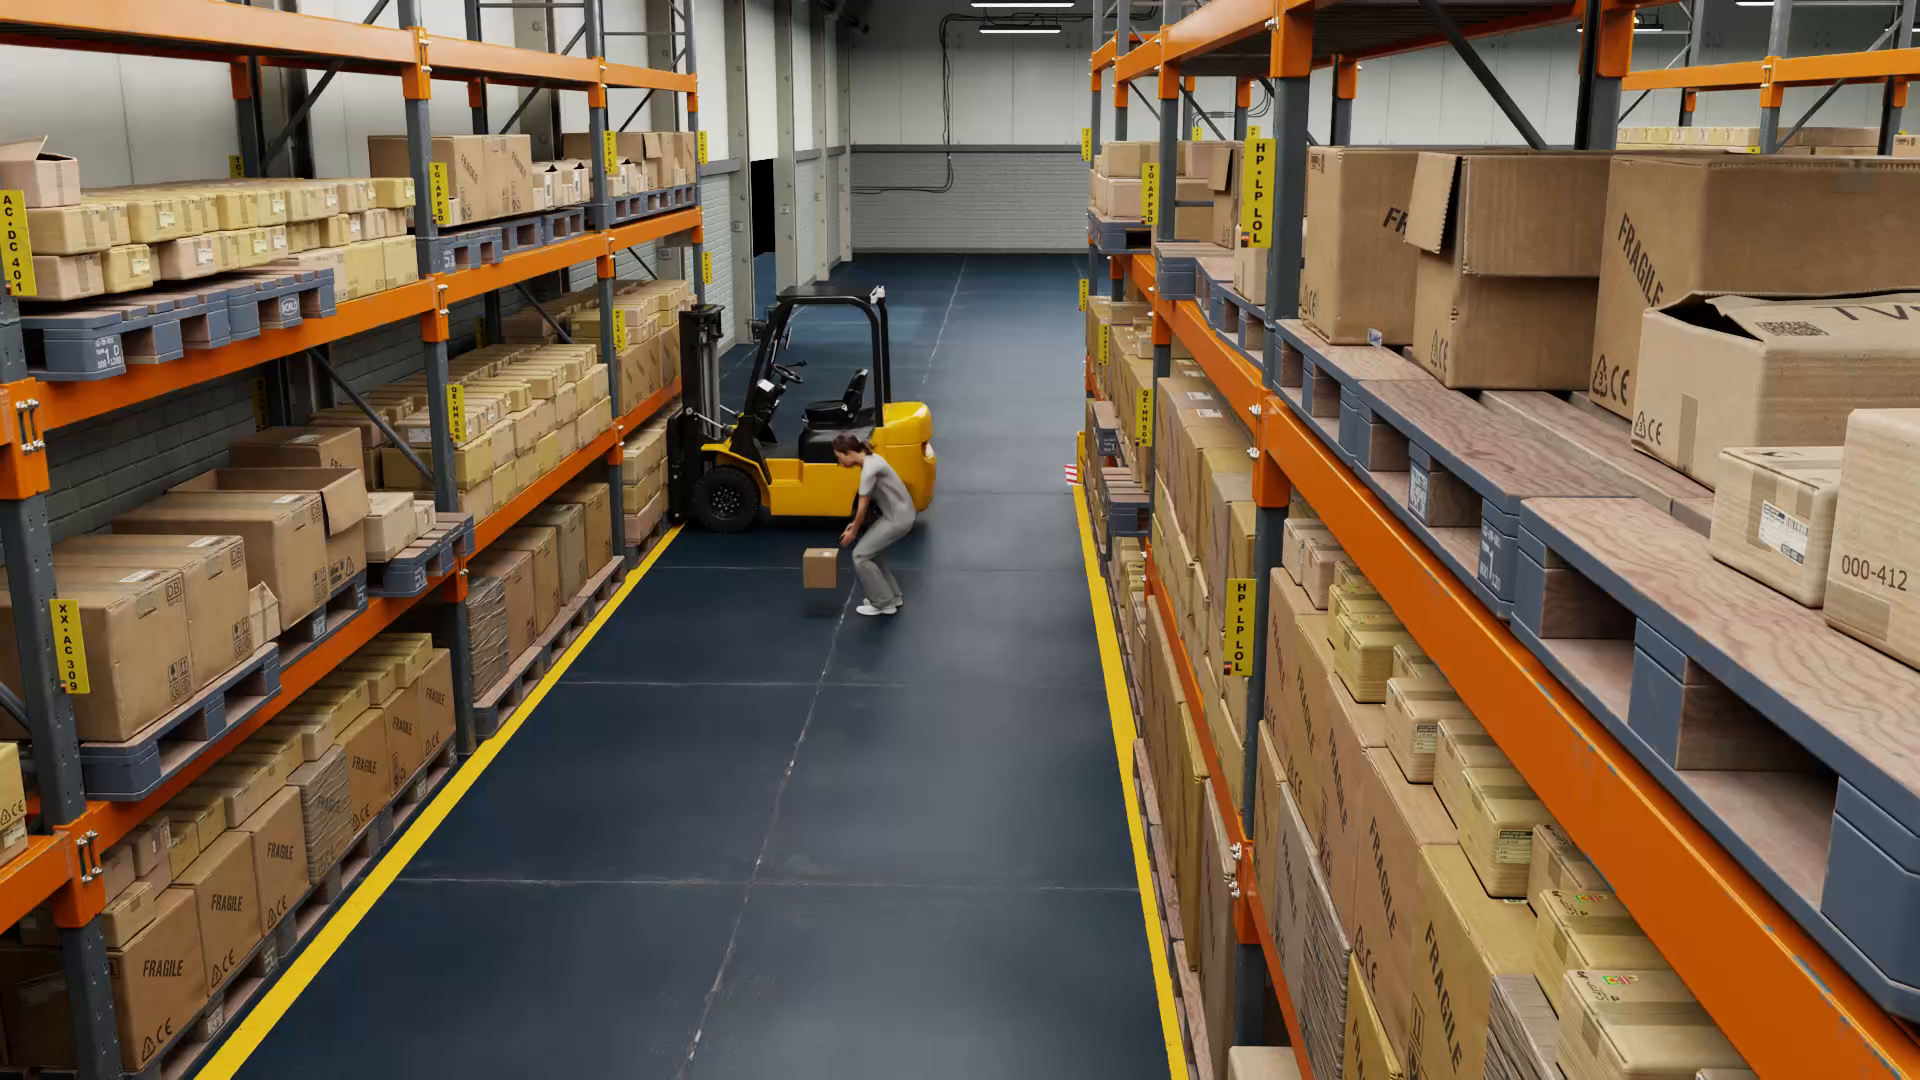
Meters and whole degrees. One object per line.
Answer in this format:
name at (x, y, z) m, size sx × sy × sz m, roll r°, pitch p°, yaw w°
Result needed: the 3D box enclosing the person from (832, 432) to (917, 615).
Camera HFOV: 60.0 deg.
person at (-0.647, -0.129, 12.623) m, size 0.634 × 1.391 × 0.491 m, roll 0°, pitch 14°, yaw 2°
